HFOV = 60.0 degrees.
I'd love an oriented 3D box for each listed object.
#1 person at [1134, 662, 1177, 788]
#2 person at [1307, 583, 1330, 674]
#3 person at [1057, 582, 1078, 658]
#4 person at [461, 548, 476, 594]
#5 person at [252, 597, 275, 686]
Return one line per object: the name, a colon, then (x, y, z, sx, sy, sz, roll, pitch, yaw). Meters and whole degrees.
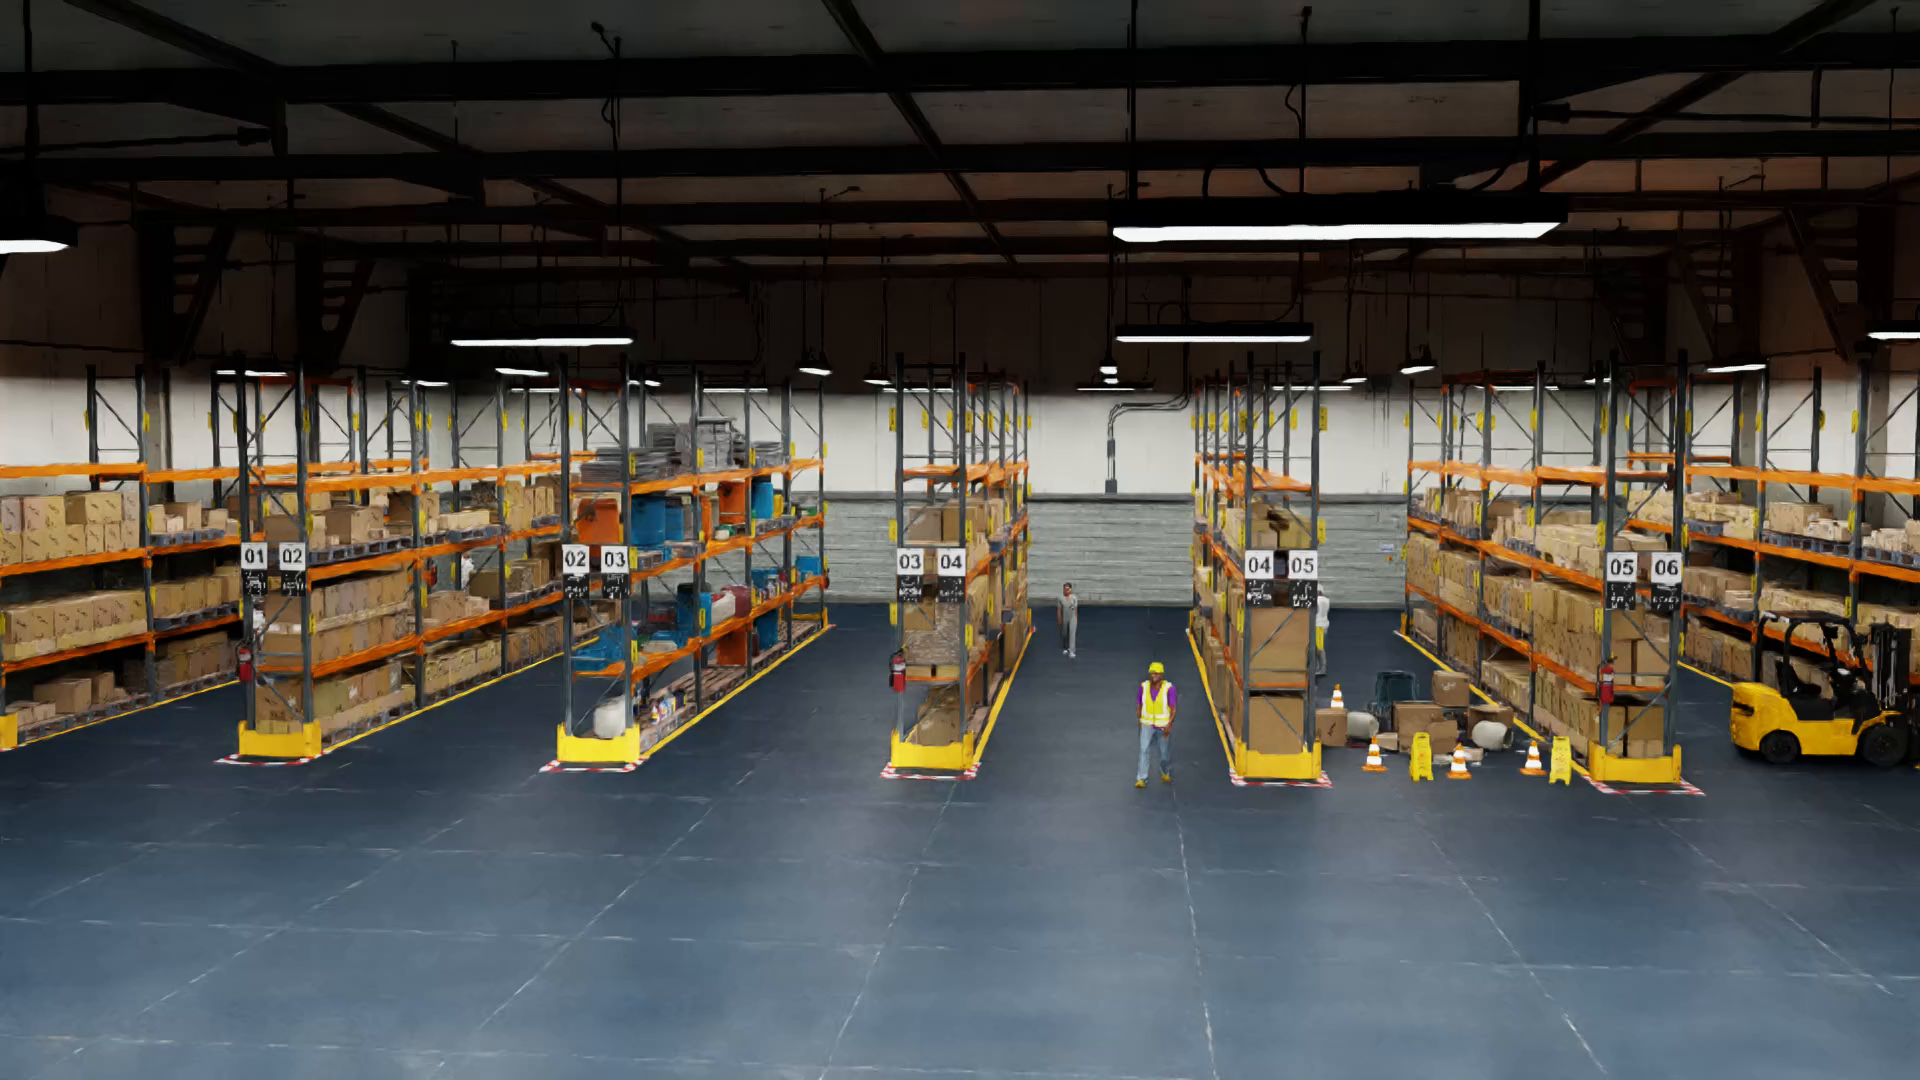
person: (2.692, 2.516, 22.801, 0.572, 1.704, 1.030, 1, 4, 15)
person: (7.097, 1.745, 33.081, 0.583, 1.782, 0.665, 3, 5, 37)
person: (2.278, 1.682, 35.343, 0.446, 1.586, 1.110, 1, 4, 7)
person: (-12.922, 1.058, 43.153, 0.508, 1.736, 0.712, 3, 5, 35)
person: (-13.239, 1.917, 31.463, 0.436, 1.681, 0.544, -1, 4, -18)
